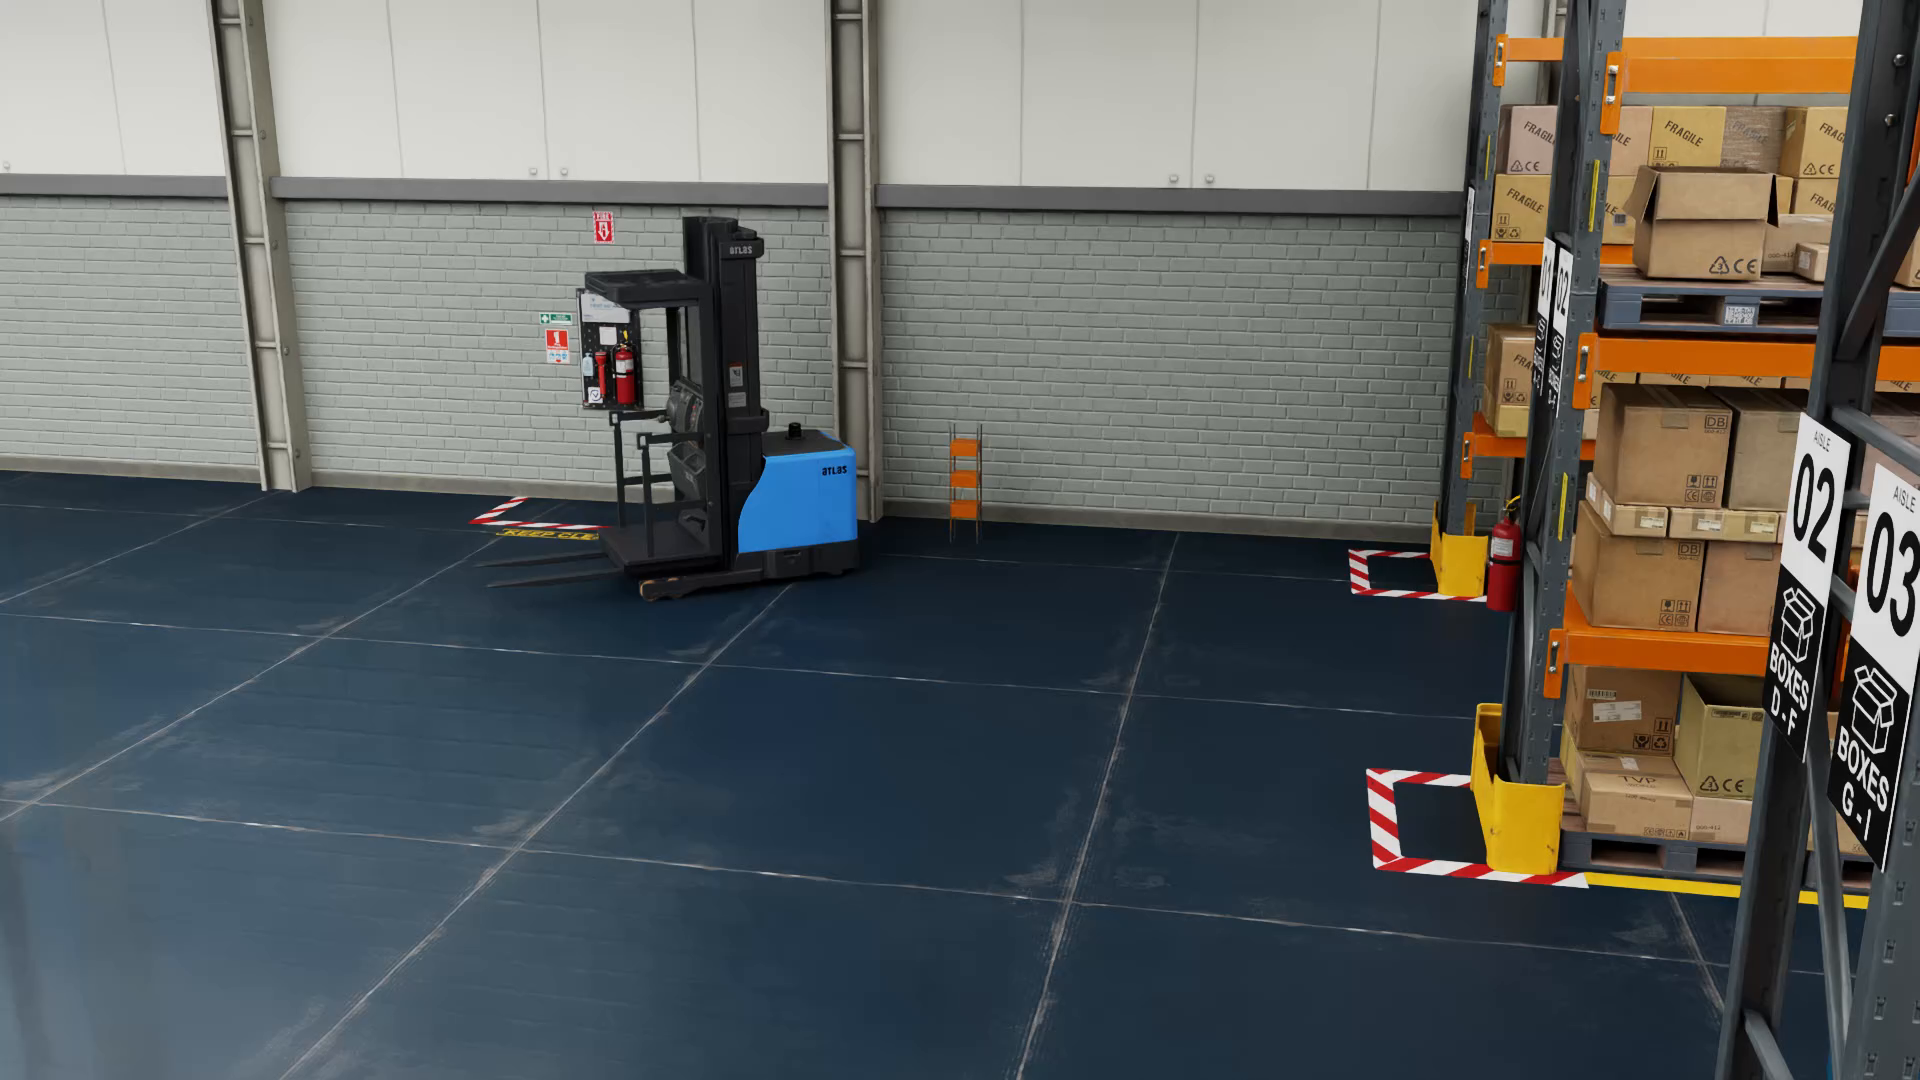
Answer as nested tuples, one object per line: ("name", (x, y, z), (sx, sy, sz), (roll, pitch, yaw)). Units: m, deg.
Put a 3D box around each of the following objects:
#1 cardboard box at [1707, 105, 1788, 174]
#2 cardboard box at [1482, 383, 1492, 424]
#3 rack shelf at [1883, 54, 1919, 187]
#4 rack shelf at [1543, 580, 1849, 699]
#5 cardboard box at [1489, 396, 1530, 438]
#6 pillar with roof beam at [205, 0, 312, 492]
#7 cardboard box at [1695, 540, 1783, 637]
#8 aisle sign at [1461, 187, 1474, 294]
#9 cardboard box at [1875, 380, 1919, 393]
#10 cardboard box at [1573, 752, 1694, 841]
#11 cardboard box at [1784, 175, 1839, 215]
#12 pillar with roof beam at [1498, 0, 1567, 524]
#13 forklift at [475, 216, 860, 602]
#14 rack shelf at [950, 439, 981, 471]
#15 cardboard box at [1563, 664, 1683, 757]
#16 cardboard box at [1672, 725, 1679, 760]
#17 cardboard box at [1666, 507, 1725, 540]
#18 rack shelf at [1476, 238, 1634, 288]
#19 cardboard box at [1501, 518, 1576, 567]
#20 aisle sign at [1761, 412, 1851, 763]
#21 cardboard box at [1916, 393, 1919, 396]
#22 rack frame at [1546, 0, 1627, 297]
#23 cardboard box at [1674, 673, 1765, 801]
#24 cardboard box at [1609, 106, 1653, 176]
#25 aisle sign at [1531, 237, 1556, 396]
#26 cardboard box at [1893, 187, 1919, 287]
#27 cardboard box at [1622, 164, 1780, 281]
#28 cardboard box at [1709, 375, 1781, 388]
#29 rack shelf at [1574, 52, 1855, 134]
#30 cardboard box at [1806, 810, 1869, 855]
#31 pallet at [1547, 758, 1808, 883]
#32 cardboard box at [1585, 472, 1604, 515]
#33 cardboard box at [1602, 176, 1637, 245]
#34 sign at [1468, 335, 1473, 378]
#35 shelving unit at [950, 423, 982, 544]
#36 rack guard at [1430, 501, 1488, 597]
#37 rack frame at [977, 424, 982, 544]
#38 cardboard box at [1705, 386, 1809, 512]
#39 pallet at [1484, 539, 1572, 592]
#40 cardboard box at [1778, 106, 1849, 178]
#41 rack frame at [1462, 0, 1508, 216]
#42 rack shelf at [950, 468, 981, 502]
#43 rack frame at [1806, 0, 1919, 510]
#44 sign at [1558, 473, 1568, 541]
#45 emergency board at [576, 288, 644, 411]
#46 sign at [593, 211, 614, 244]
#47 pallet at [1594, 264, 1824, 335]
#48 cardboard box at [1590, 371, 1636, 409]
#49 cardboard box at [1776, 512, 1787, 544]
("cardboard box", (6.050, -3.092, 12.820), (0.500, 0.500, 0.500), (3, 16, 11))
("cardboard box", (4.565, -1.112, 13.630), (0.500, 0.250, 0.500), (3, 16, 12))
("rack shelf", (4.054, -0.802, 3.128), (4.000, 0.370, 1.077), (3, 16, 11))
("rack shelf", (5.045, 0.601, 8.552), (4.000, 0.370, 1.077), (3, 16, 11))
("cardboard box", (4.483, -0.977, 13.143), (0.500, 0.250, 0.500), (3, 16, 9))
("pillar with roof beam", (-7.690, -3.741, 11.640), (0.400, 9.000, 9.100), (3, 16, 11))
("cardboard box", (4.056, 0.154, 8.629), (0.500, 0.500, 0.700), (4, 16, 13))
("aisle sign", (3.938, -2.327, 12.903), (0.004, 0.787, 0.394), (3, 16, 11))
("cardboard box", (6.973, -1.204, 12.558), (0.500, 0.500, 0.500), (3, 16, 11))
("cardboard box", (3.566, 1.357, 8.838), (0.500, 0.250, 0.500), (3, 16, 11))
("cardboard box", (6.401, -2.451, 12.378), (0.500, 0.500, 0.500), (2, 16, 9))
("pillar with roof beam", (4.069, -3.103, 9.335), (0.400, 9.000, 9.100), (3, 16, 11))
("forklift", (-2.406, -1.083, 13.411), (3.031, 2.935, 1.130), (-7, 17, -23))
("rack shelf", (0.052, -0.766, 14.769), (0.240, 0.259, 0.215), (3, 16, 11))
("cardboard box", (3.670, 0.860, 9.229), (0.500, 0.500, 0.500), (3, 16, 11))
("cardboard box", (4.162, 1.245, 9.243), (0.500, 0.250, 0.500), (3, 16, 11))
("cardboard box", (3.686, -0.123, 8.414), (0.250, 0.149, 0.380), (3, 16, 10))
("rack shelf", (6.028, -2.141, 12.831), (4.000, 0.370, 1.077), (3, 16, 11))
("cardboard box", (4.729, -0.004, 13.602), (0.500, 0.311, 0.500), (1, 16, 5))
("aisle sign", (2.083, 0.109, 4.111), (0.004, 0.787, 0.394), (3, 16, 11))
("cardboard box", (5.093, -0.415, 8.254), (0.500, 0.500, 0.700), (3, 16, 11))
("rack frame", (3.085, -2.744, 8.040), (0.127, 3.000, 1.000), (3, 16, 11))
("cardboard box", (4.057, 1.022, 8.644), (0.500, 0.500, 0.500), (3, 16, 11))
("cardboard box", (4.879, -3.010, 12.522), (0.500, 0.500, 0.500), (3, 16, 10))
("aisle sign", (3.079, -1.186, 8.783), (0.004, 0.787, 0.394), (3, 16, 11))
("cardboard box", (4.658, -1.456, 7.775), (0.500, 0.500, 0.500), (3, 16, 11))
("cardboard box", (3.647, -1.586, 8.237), (0.637, 0.503, 0.797), (4, 16, 15))
("cardboard box", (5.972, -1.261, 12.764), (0.500, 0.500, 0.500), (4, 16, 13))
("rack shelf", (5.045, -2.098, 7.805), (4.000, 0.370, 1.077), (3, 16, 11))
("cardboard box", (4.547, 1.409, 8.649), (0.500, 0.250, 0.500), (3, 16, 11))
("pallet", (3.843, 1.521, 9.105), (1.213, 0.211, 1.003), (3, 16, 11))
("cardboard box", (3.497, -0.243, 8.847), (0.250, 0.149, 0.380), (3, 16, 10))
("cardboard box", (4.866, -2.531, 12.666), (0.500, 0.500, 0.500), (4, 16, 15))
("sign", (3.961, -1.424, 12.891), (0.005, 0.325, 0.100), (3, 16, 11))
("shelving unit", (0.052, -0.503, 14.842), (0.252, 1.050, 0.215), (3, 16, 11))
("rack guard", (4.143, 0.060, 13.838), (0.348, 0.500, 1.175), (3, 16, 11))
("rack frame", (0.172, -0.497, 14.818), (0.008, 1.050, 0.200), (3, 16, 11))
("cardboard box", (4.108, -0.468, 8.446), (0.500, 0.500, 0.700), (3, 16, 10))
("pallet", (4.932, 0.252, 13.688), (1.213, 0.211, 1.003), (3, 16, 11))
("cardboard box", (6.390, -2.928, 12.227), (0.500, 0.500, 0.500), (3, 16, 9))
("rack frame", (4.069, -4.040, 12.718), (0.127, 3.000, 1.000), (3, 16, 11))
("rack shelf", (0.052, -0.493, 14.844), (0.240, 0.259, 0.215), (3, 16, 11))
("rack frame", (2.094, -1.448, 3.362), (0.127, 3.000, 1.000), (3, 16, 11))
("sign", (2.969, -0.163, 8.191), (0.005, 0.325, 0.100), (3, 16, 11))
("emergency board", (-3.367, -1.798, 15.865), (0.643, 1.169, 0.194), (3, 16, 11))
("sign", (-3.355, -2.942, 15.651), (0.199, 0.298, 0.001), (3, 16, 11))
("pallet", (3.773, -1.211, 8.292), (1.213, 0.211, 1.003), (3, 16, 11))
("cardboard box", (4.959, -1.314, 12.957), (0.500, 0.500, 0.500), (3, 16, 11))
("cardboard box", (4.177, -0.095, 8.314), (0.250, 0.149, 0.380), (3, 16, 10))
